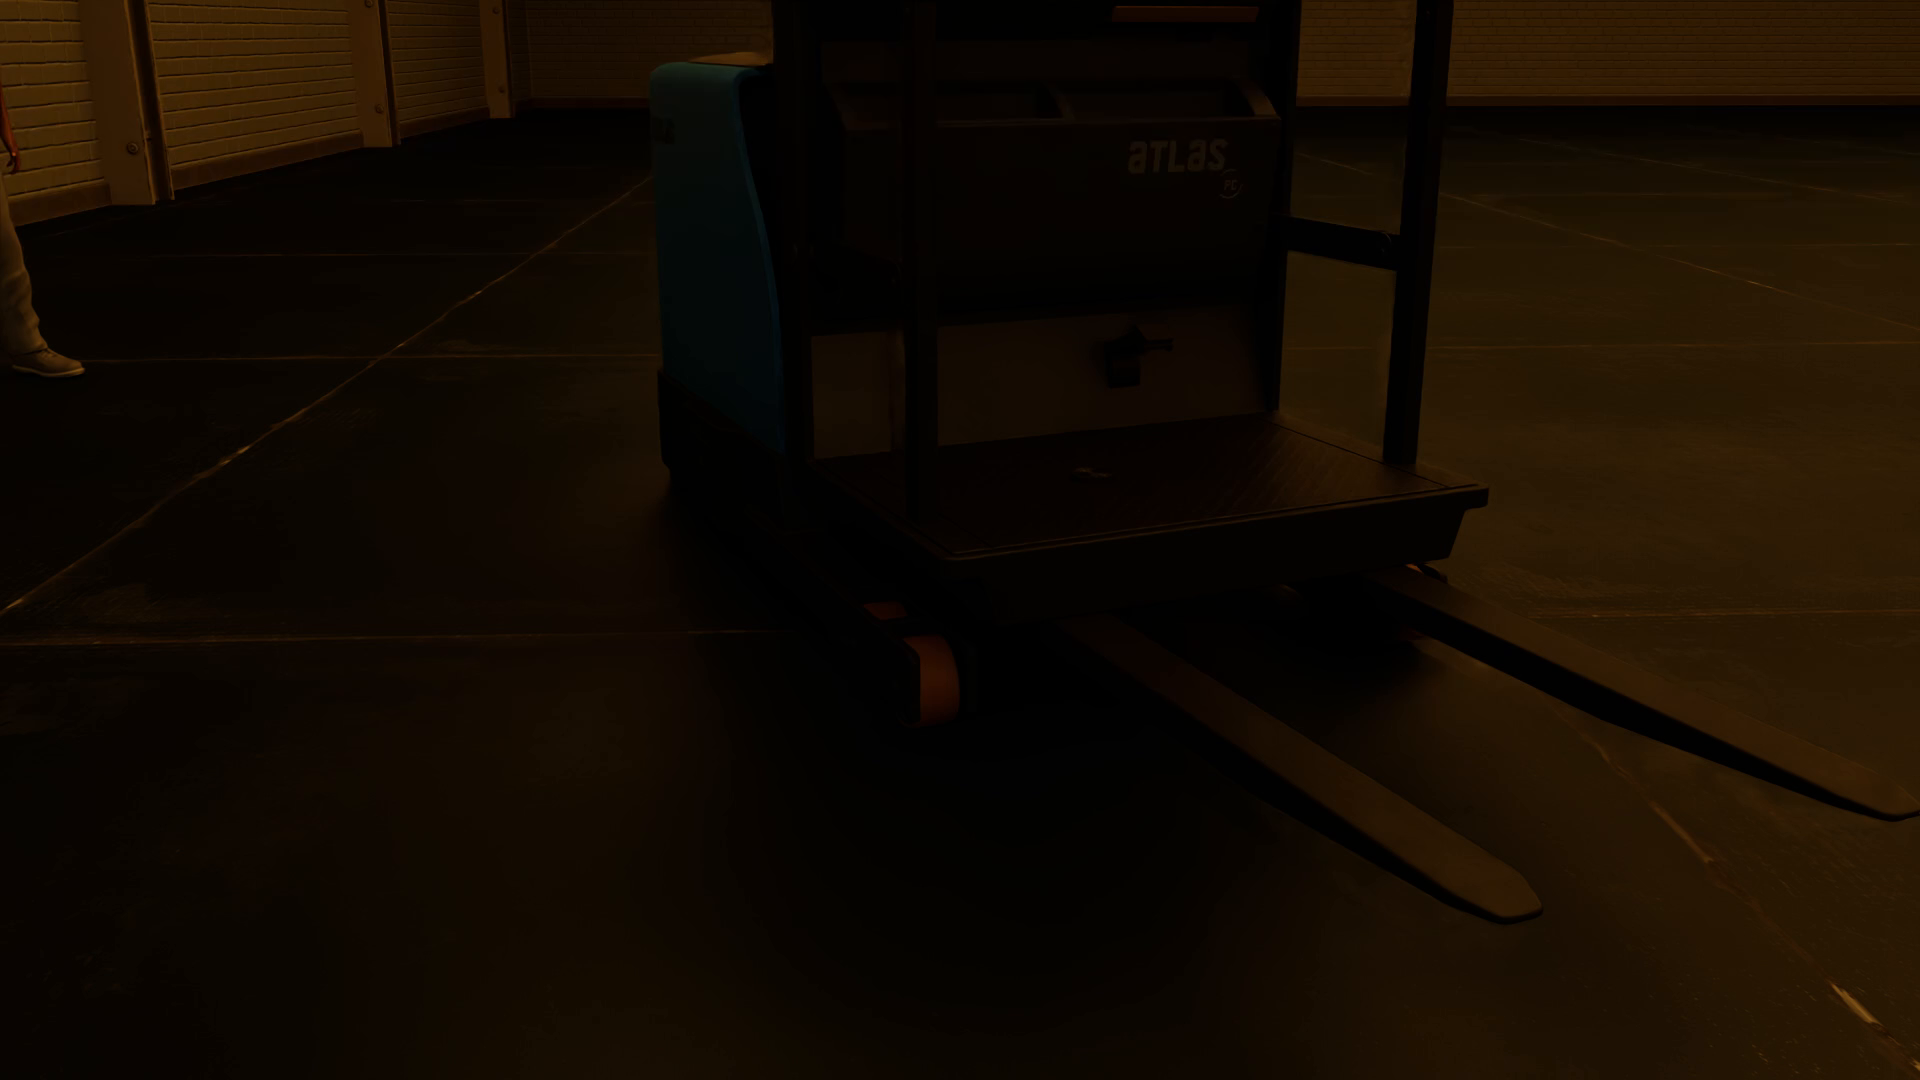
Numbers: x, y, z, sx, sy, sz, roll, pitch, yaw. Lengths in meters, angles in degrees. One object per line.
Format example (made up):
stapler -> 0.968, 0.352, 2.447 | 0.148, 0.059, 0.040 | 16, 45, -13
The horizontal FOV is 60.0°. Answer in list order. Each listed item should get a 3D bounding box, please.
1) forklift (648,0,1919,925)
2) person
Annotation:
forklift -> 0.279, -1.219, 2.892 | 1.130, 2.935, 3.031 | -7, 19, -23
person -> -3.330, -1.318, 5.402 | 0.407, 1.661, 0.594 | 11, 20, 31
